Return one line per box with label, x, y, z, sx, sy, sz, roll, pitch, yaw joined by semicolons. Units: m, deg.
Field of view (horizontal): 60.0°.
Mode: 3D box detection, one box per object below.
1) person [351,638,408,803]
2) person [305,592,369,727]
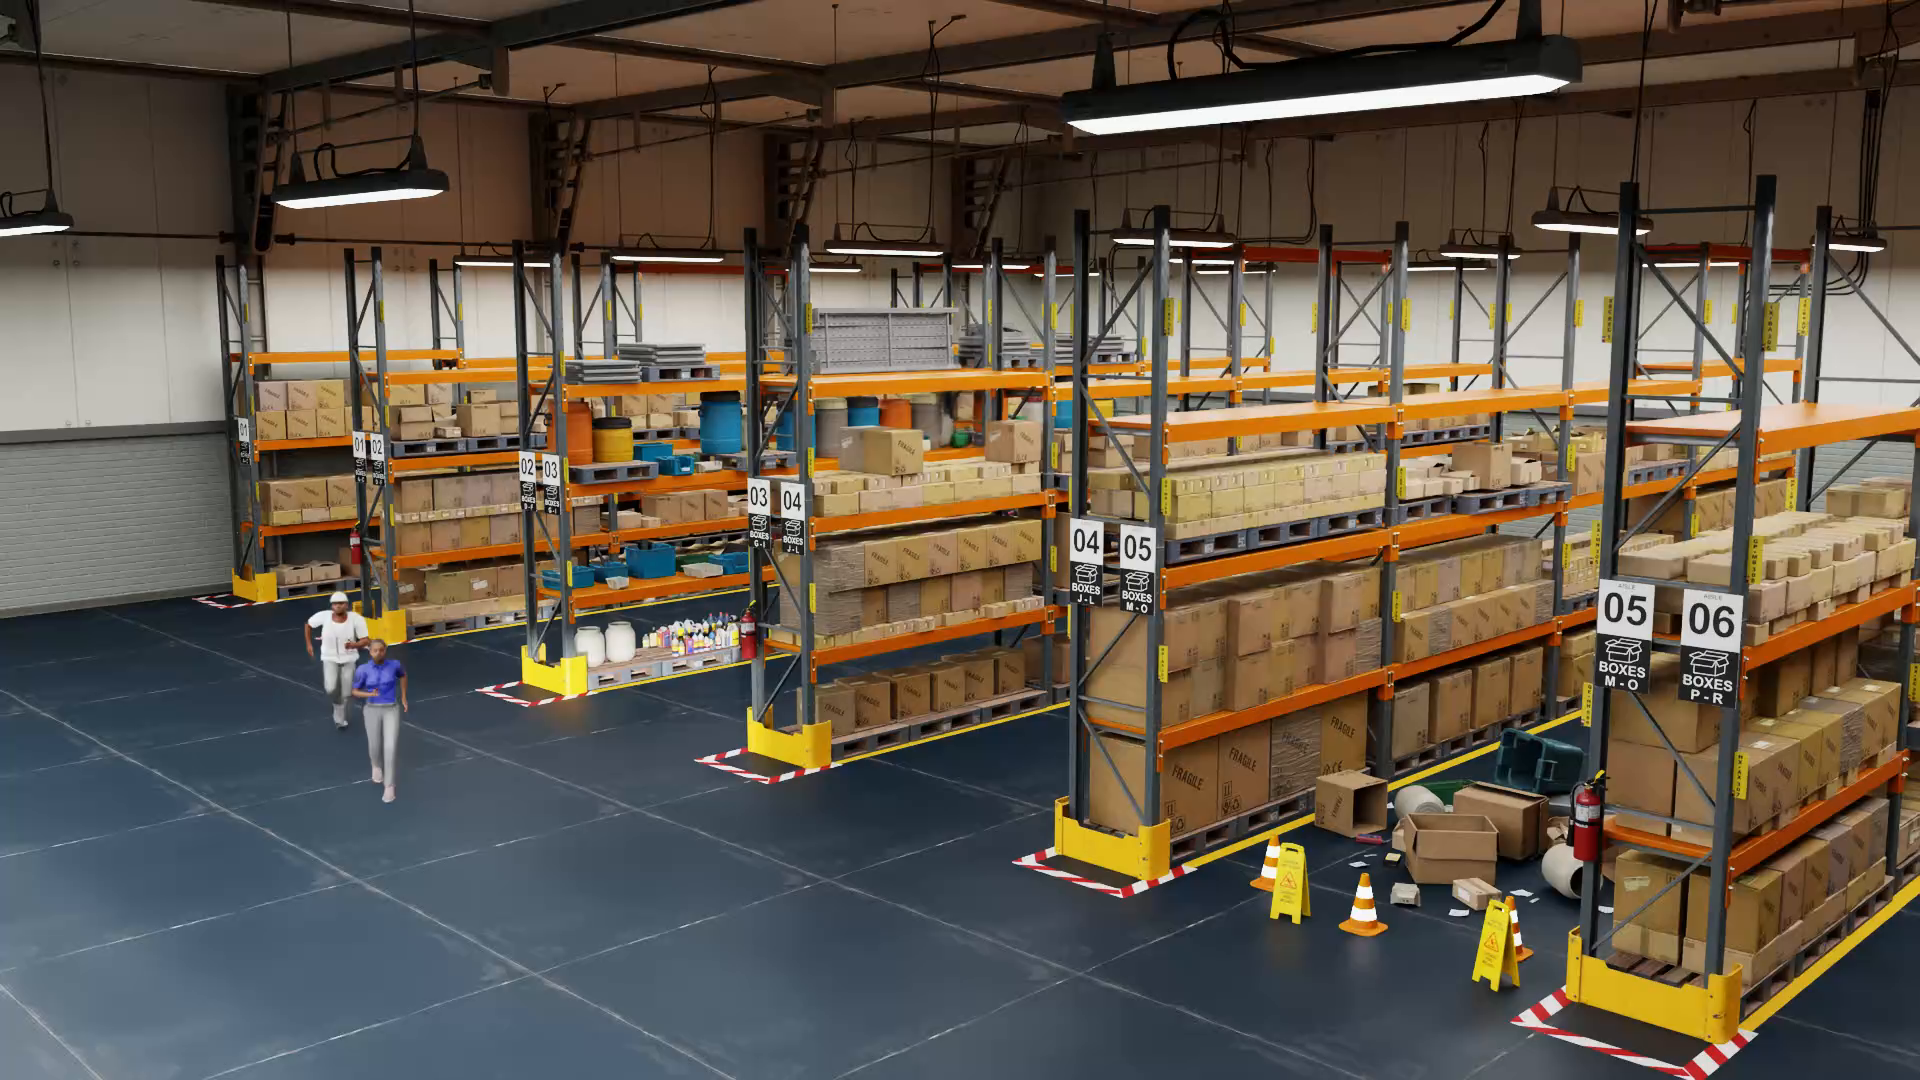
person;-6.115;1.845;17.564;0.566;1.662;0.929;-3;9;-20
person;-7.526;1.464;20.113;0.746;1.707;0.730;-2;8;-16
